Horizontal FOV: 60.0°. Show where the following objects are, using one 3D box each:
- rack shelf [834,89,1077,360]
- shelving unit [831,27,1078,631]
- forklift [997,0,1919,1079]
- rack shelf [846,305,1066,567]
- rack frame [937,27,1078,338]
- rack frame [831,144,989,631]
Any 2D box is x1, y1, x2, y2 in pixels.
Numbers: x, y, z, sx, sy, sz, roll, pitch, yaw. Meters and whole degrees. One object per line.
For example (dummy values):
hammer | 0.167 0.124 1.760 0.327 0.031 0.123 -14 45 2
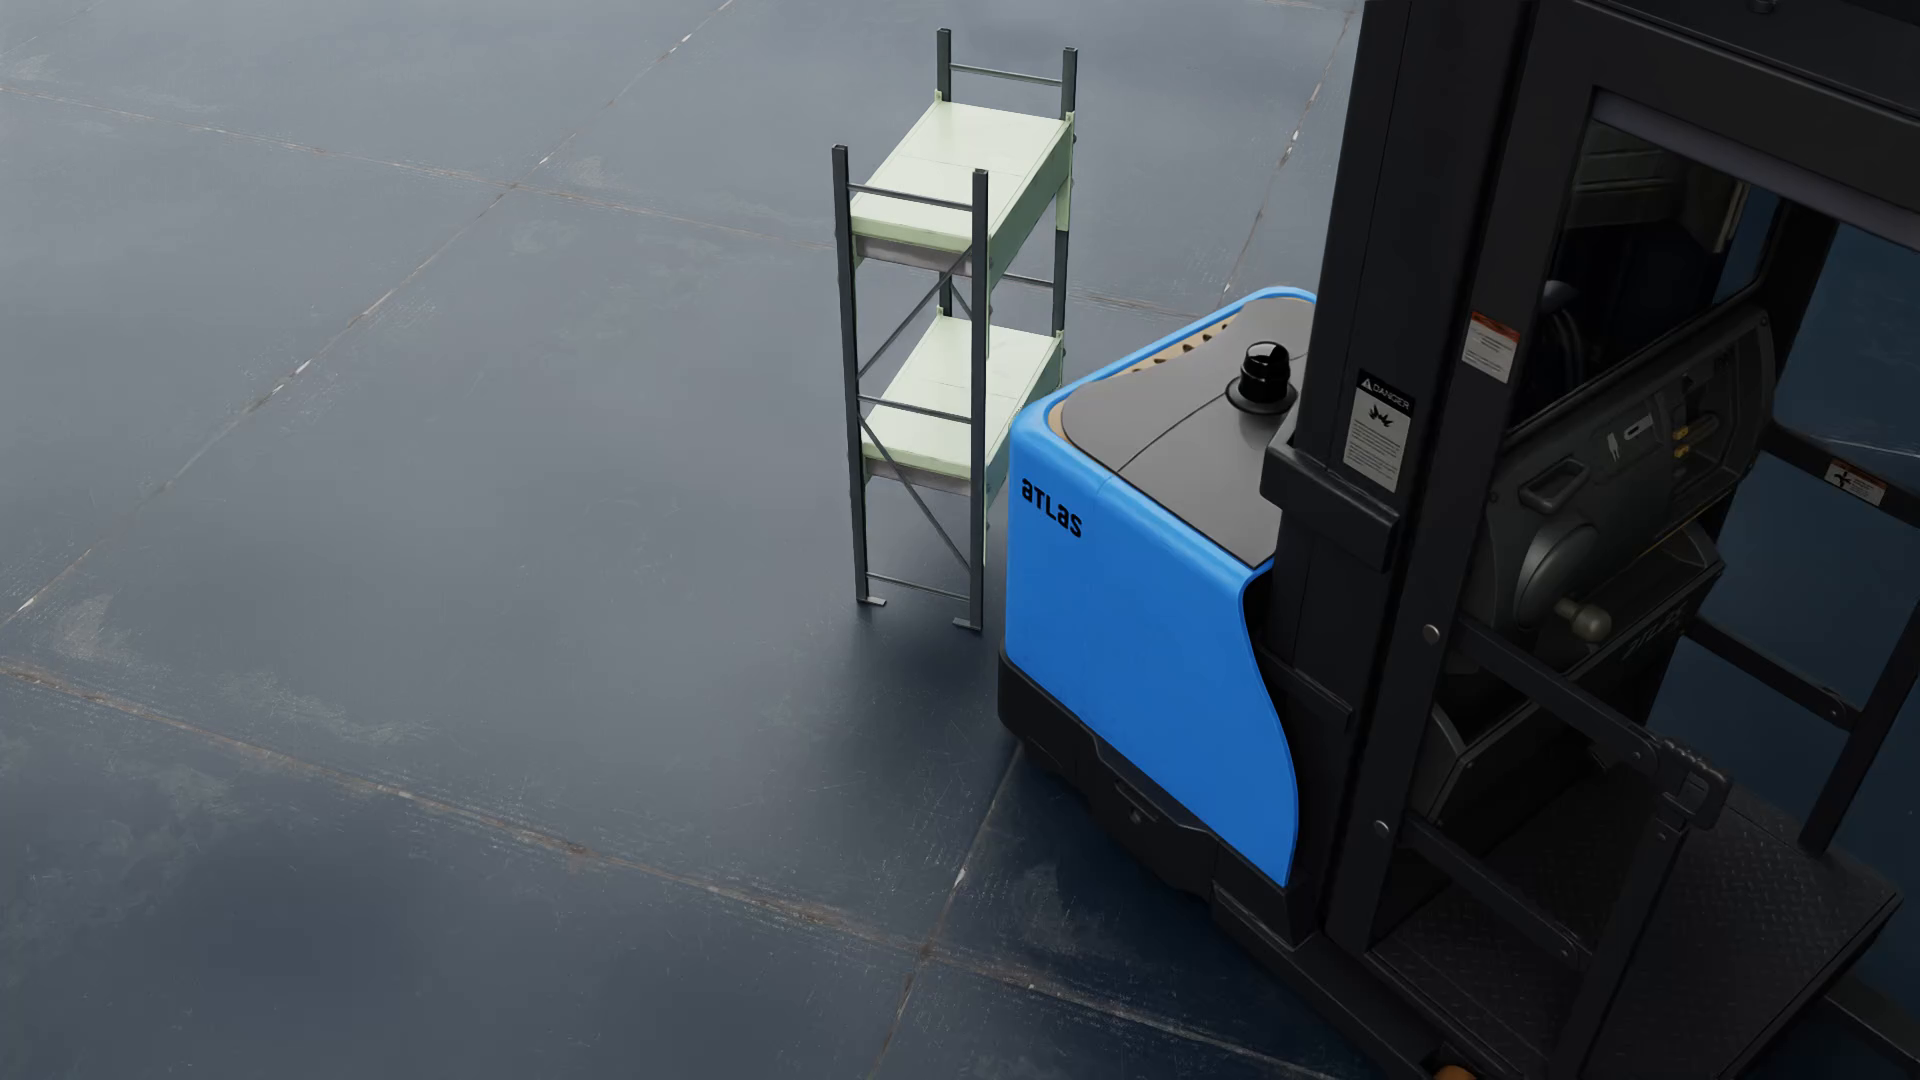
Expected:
rack shelf | 0.002 -0.872 4.515 0.431 0.370 0.720 13 42 15
shelving unit | 0.002 -0.575 4.768 0.431 1.500 0.755 13 42 15
forklift | 1.427 -0.059 3.061 1.130 2.935 3.031 -28 48 -29
rack shelf | 0.002 -0.327 4.980 0.431 0.370 0.720 13 42 15
rack frame | 0.127 -0.798 5.030 0.400 1.500 0.023 13 42 15
rack frame | -0.123 -0.351 4.506 0.400 1.500 0.023 13 42 15
